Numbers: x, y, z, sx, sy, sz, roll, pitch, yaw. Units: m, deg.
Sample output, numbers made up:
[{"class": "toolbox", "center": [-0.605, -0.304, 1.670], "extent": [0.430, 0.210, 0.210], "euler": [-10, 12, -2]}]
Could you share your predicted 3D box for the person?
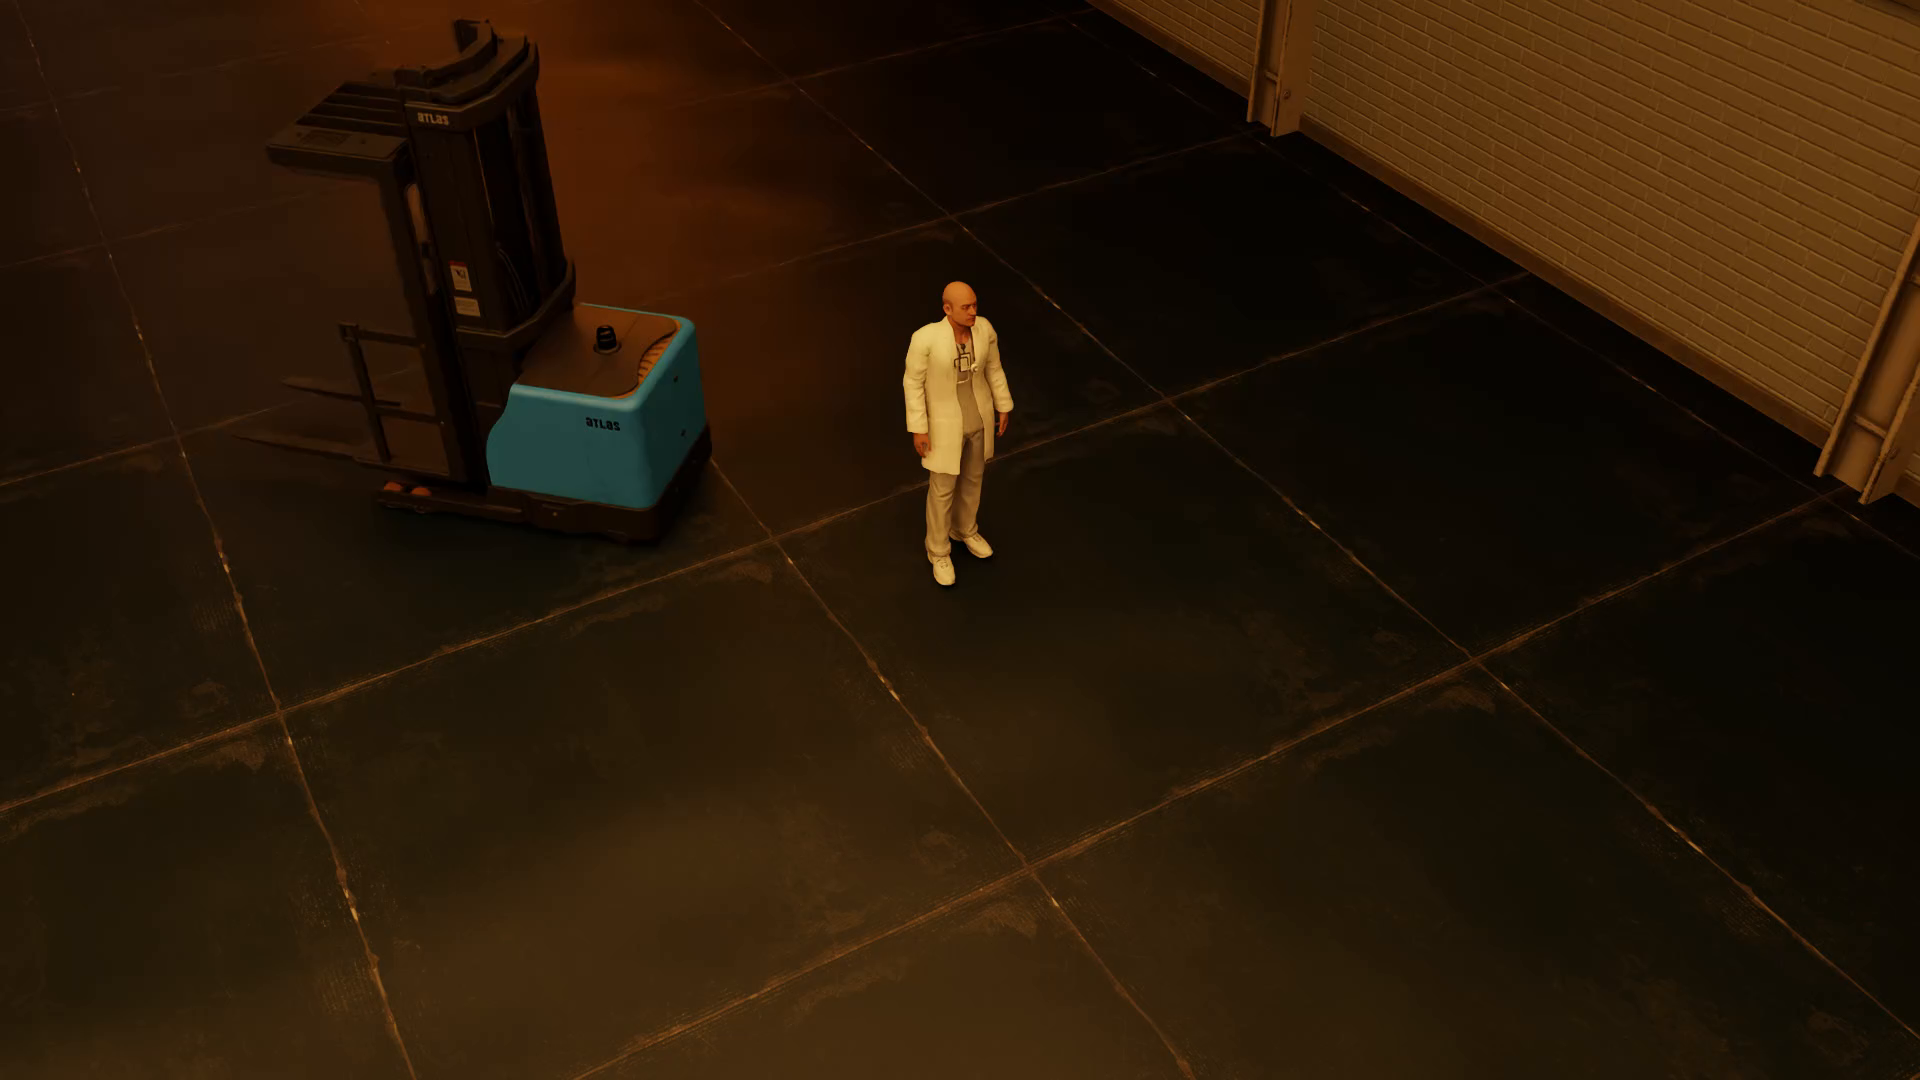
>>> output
[{"class": "person", "center": [0.043, -0.638, 9.697], "extent": [0.696, 1.778, 0.578], "euler": [-20, 44, -23]}]

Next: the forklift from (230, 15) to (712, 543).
[{"class": "forklift", "center": [-3.202, -1.615, 9.984], "extent": [3.031, 2.935, 1.130], "euler": [9, 41, 11]}]
